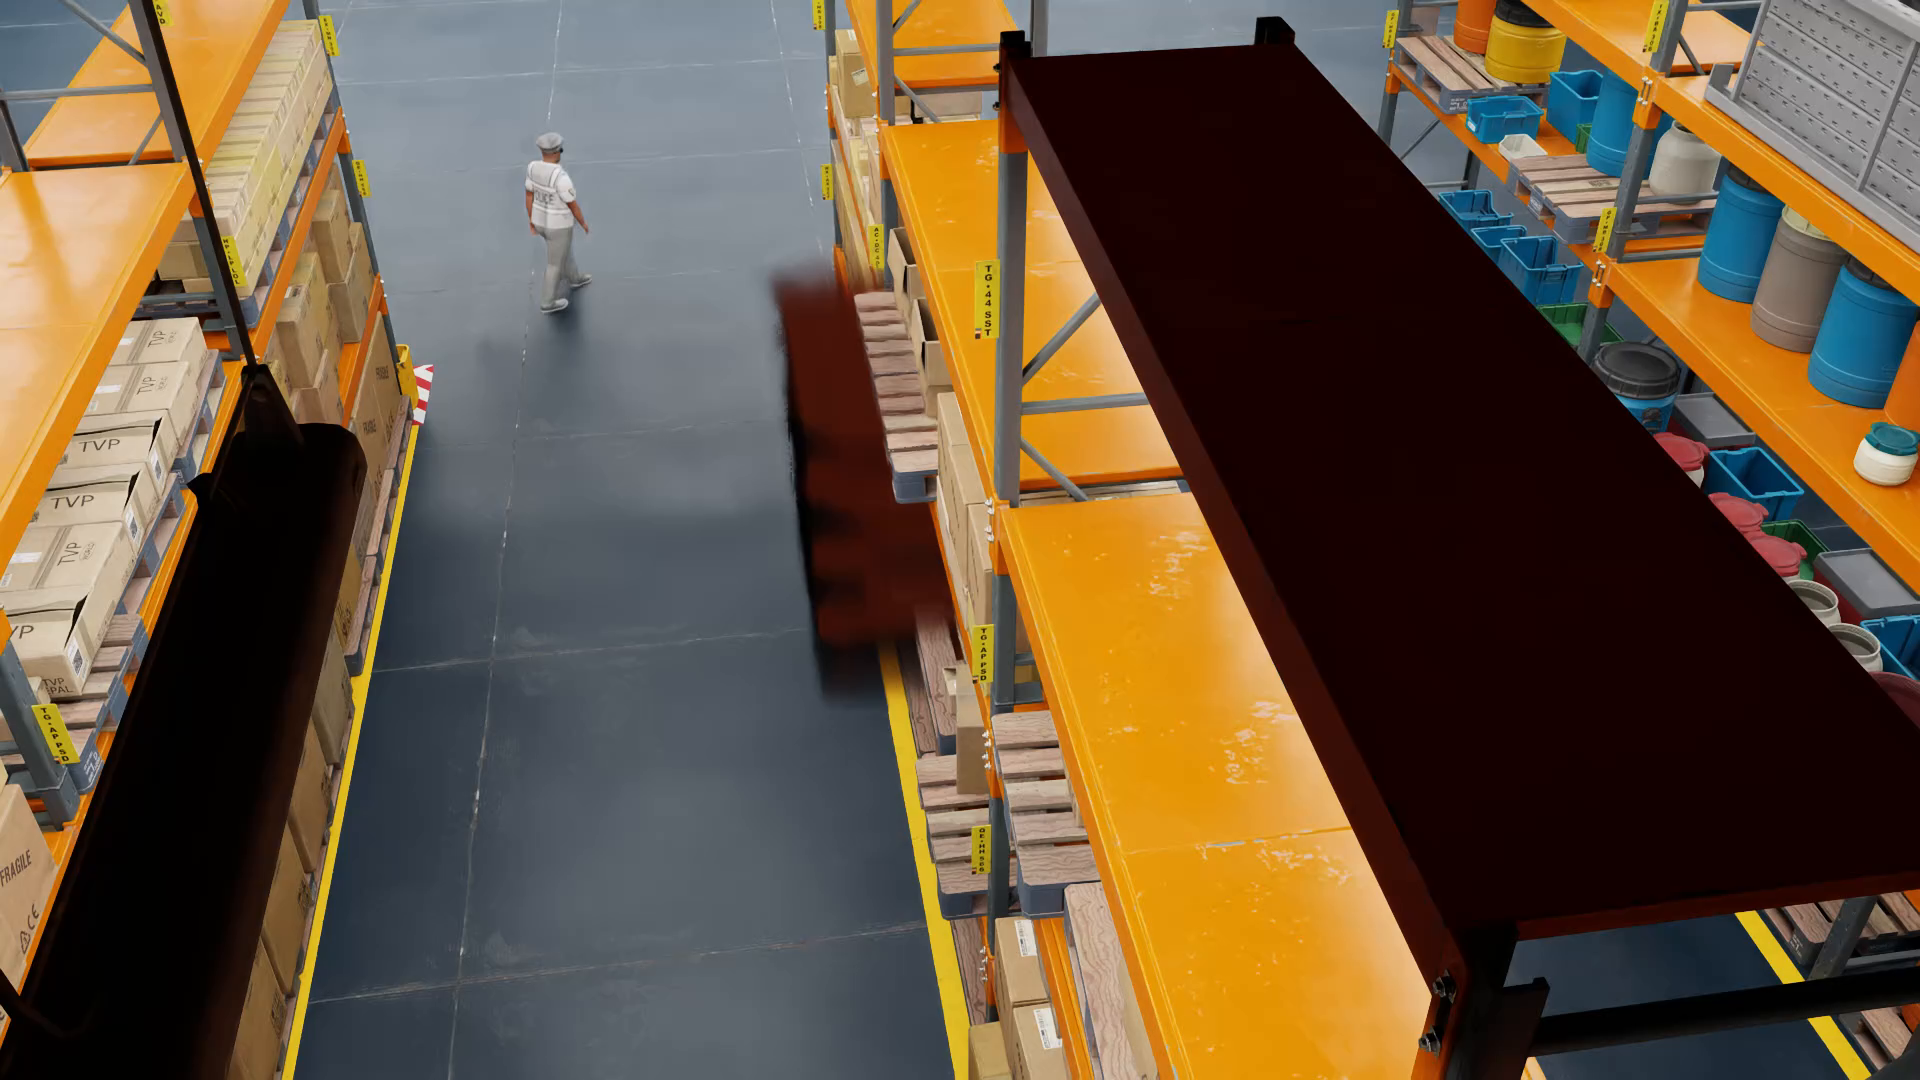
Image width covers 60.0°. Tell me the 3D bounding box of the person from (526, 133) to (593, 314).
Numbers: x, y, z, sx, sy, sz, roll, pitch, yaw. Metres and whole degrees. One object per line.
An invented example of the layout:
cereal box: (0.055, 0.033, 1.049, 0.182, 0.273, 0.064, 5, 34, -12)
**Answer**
person: (-3.902, -3.116, 16.224, 0.579, 1.736, 0.863, 27, 44, 32)
